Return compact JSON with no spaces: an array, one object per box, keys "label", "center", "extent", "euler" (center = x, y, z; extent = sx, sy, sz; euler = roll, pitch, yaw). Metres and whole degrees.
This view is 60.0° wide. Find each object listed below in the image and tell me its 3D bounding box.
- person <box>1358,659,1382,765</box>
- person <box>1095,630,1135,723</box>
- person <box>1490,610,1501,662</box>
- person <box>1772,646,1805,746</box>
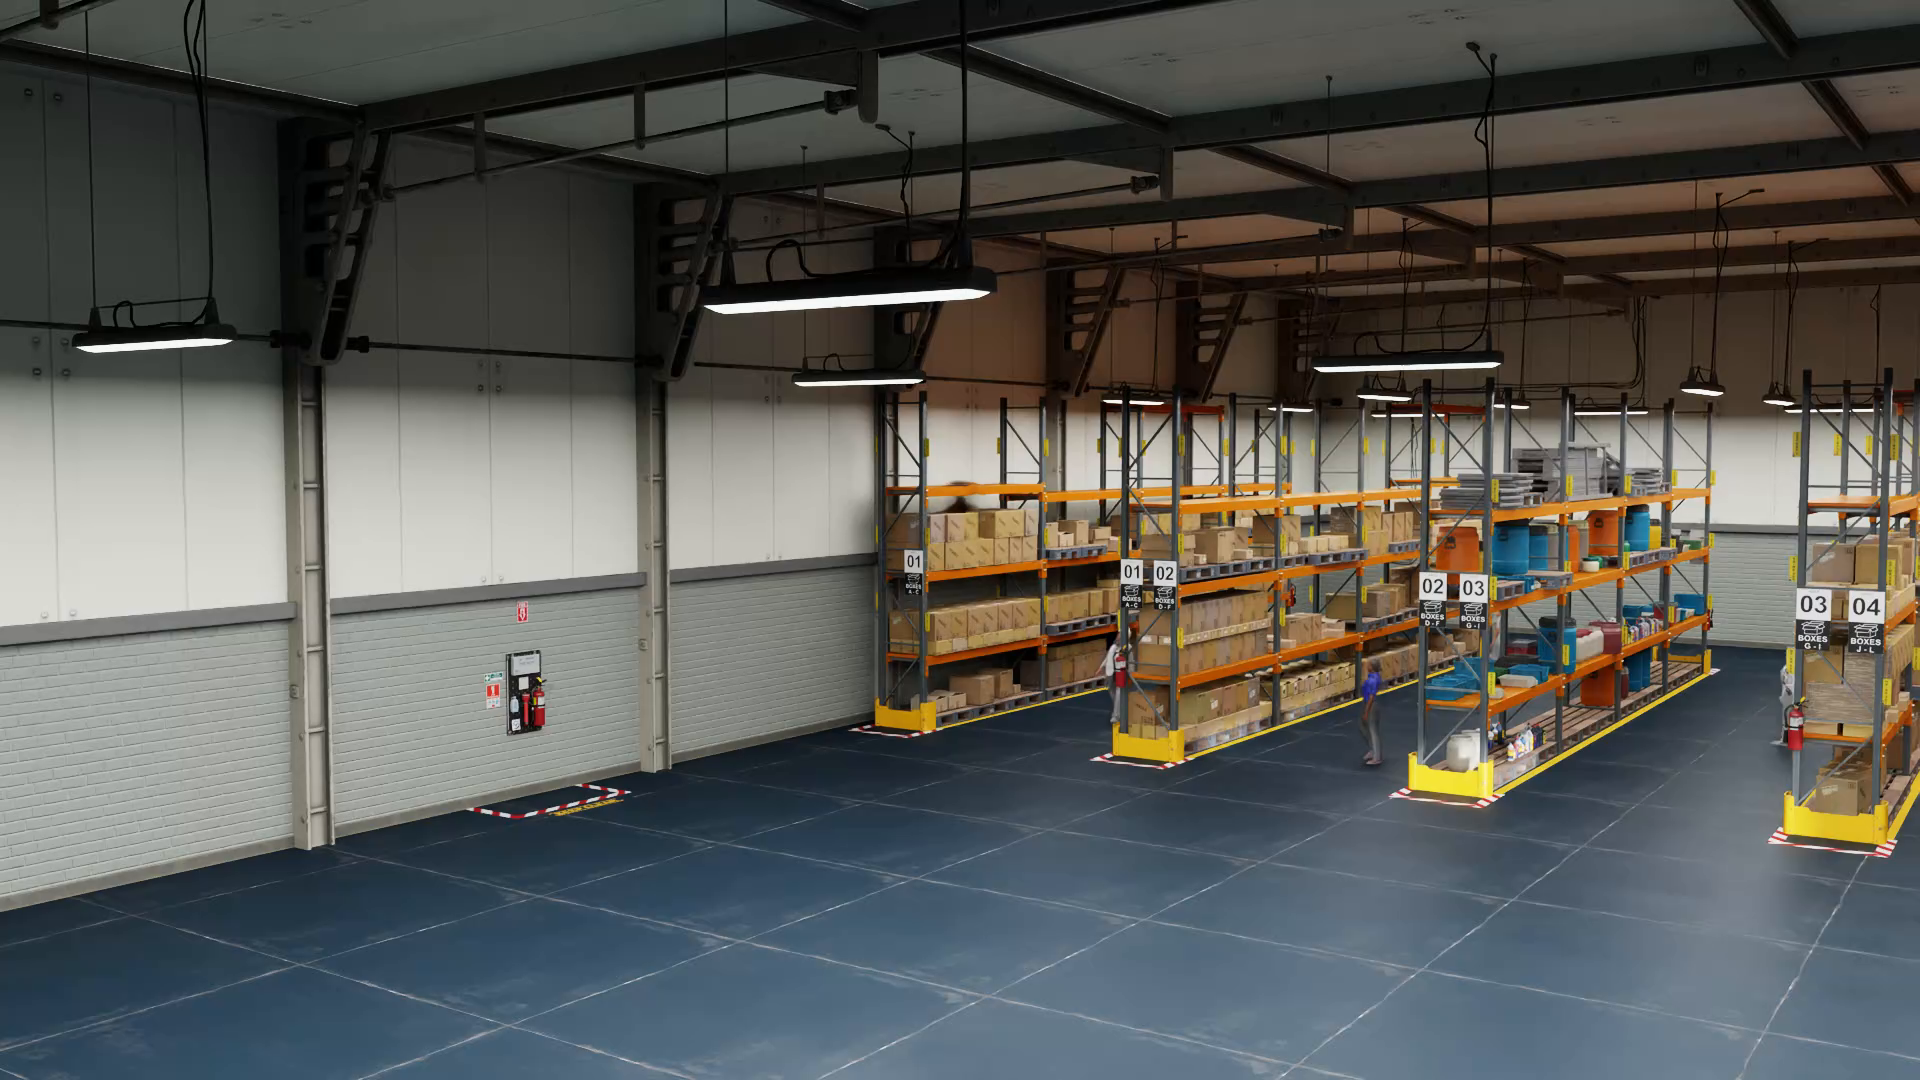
[{"label":"person","center":[6.527,2.713,26.411],"extent":[0.352,1.671,0.622],"euler":[0,3,4]},{"label":"person","center":[2.848,2.461,30.380],"extent":[0.690,1.709,1.018],"euler":[2,4,26]},{"label":"person","center":[11.405,2.200,35.206],"extent":[0.374,1.688,0.472],"euler":[3,4,43]},{"label":"person","center":[13.937,2.609,27.924],"extent":[0.486,1.681,0.479],"euler":[2,4,31]}]
